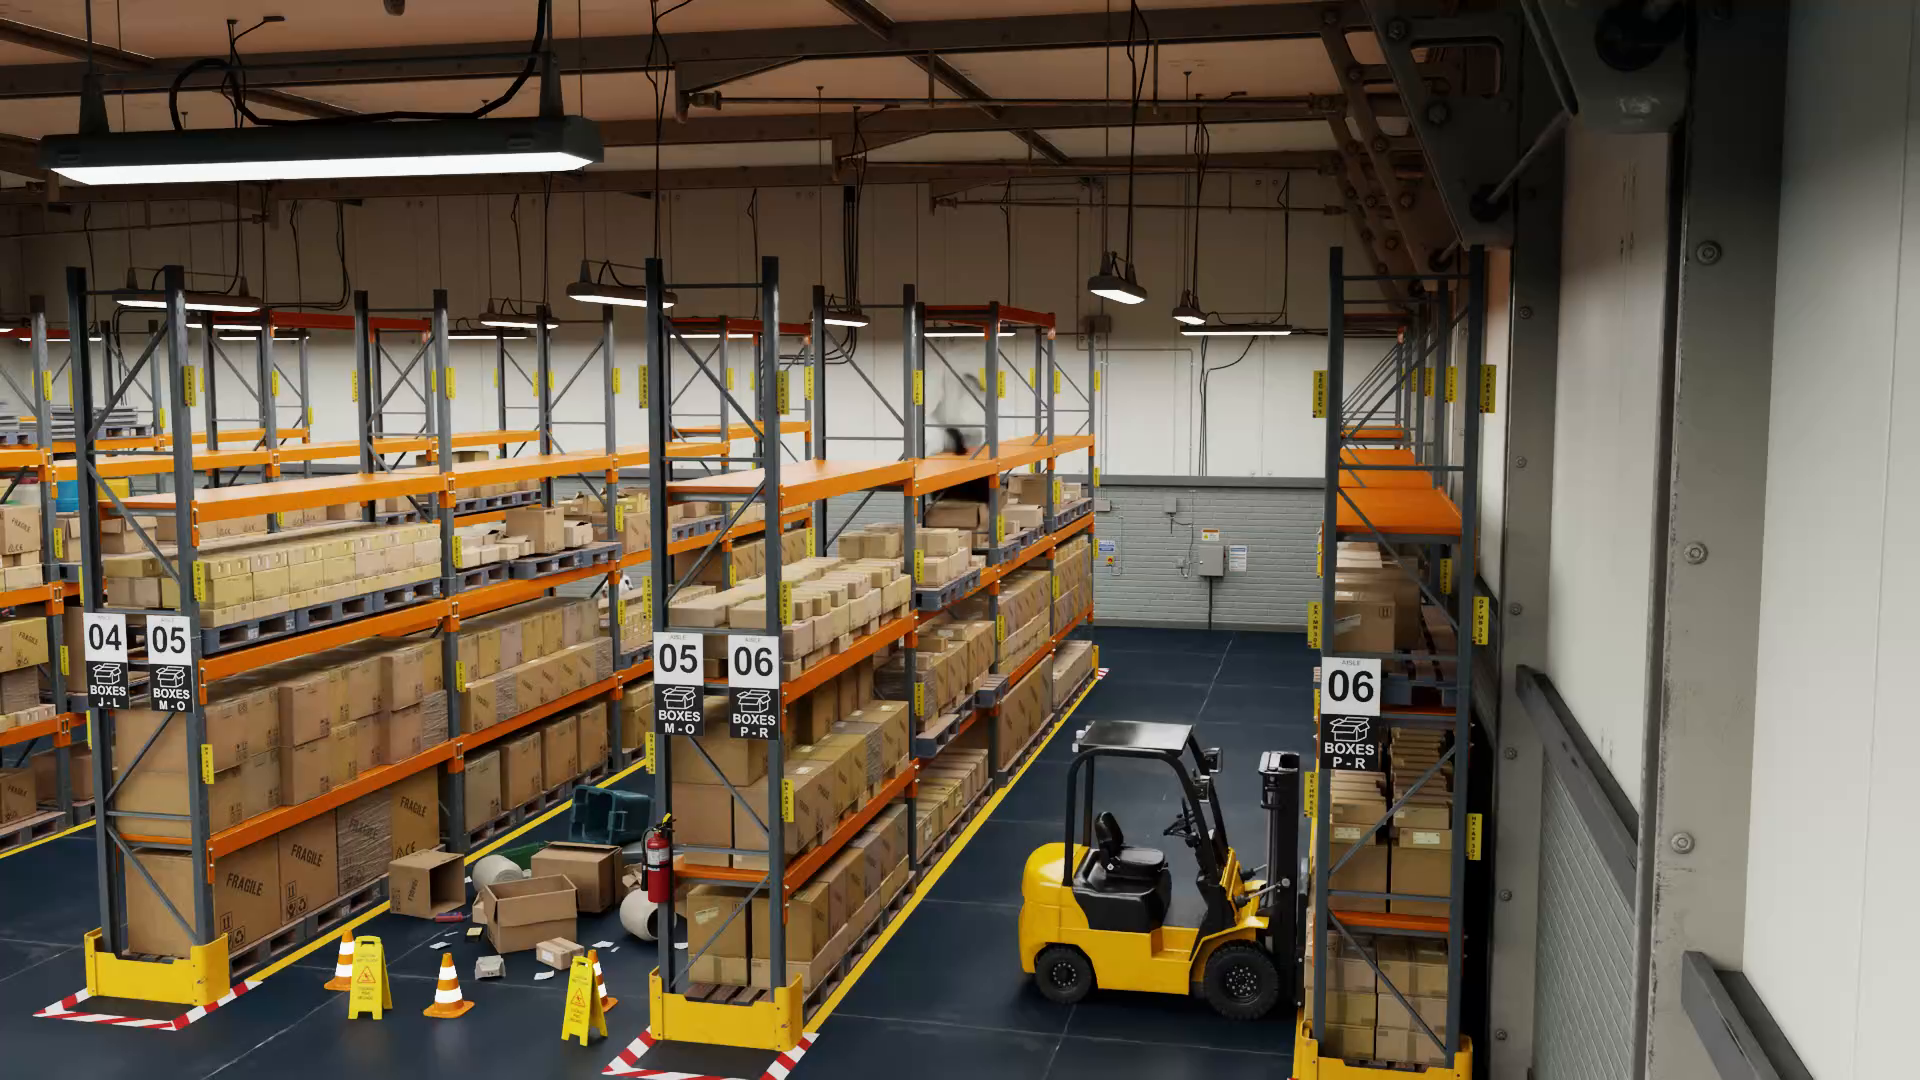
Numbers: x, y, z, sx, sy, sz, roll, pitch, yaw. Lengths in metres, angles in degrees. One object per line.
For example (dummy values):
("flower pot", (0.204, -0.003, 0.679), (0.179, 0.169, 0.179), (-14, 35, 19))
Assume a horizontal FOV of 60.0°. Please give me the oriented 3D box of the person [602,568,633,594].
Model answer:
("person", (-6.278, 1.235, 30.851), (0.583, 1.684, 0.609), (-6, 8, -44))
